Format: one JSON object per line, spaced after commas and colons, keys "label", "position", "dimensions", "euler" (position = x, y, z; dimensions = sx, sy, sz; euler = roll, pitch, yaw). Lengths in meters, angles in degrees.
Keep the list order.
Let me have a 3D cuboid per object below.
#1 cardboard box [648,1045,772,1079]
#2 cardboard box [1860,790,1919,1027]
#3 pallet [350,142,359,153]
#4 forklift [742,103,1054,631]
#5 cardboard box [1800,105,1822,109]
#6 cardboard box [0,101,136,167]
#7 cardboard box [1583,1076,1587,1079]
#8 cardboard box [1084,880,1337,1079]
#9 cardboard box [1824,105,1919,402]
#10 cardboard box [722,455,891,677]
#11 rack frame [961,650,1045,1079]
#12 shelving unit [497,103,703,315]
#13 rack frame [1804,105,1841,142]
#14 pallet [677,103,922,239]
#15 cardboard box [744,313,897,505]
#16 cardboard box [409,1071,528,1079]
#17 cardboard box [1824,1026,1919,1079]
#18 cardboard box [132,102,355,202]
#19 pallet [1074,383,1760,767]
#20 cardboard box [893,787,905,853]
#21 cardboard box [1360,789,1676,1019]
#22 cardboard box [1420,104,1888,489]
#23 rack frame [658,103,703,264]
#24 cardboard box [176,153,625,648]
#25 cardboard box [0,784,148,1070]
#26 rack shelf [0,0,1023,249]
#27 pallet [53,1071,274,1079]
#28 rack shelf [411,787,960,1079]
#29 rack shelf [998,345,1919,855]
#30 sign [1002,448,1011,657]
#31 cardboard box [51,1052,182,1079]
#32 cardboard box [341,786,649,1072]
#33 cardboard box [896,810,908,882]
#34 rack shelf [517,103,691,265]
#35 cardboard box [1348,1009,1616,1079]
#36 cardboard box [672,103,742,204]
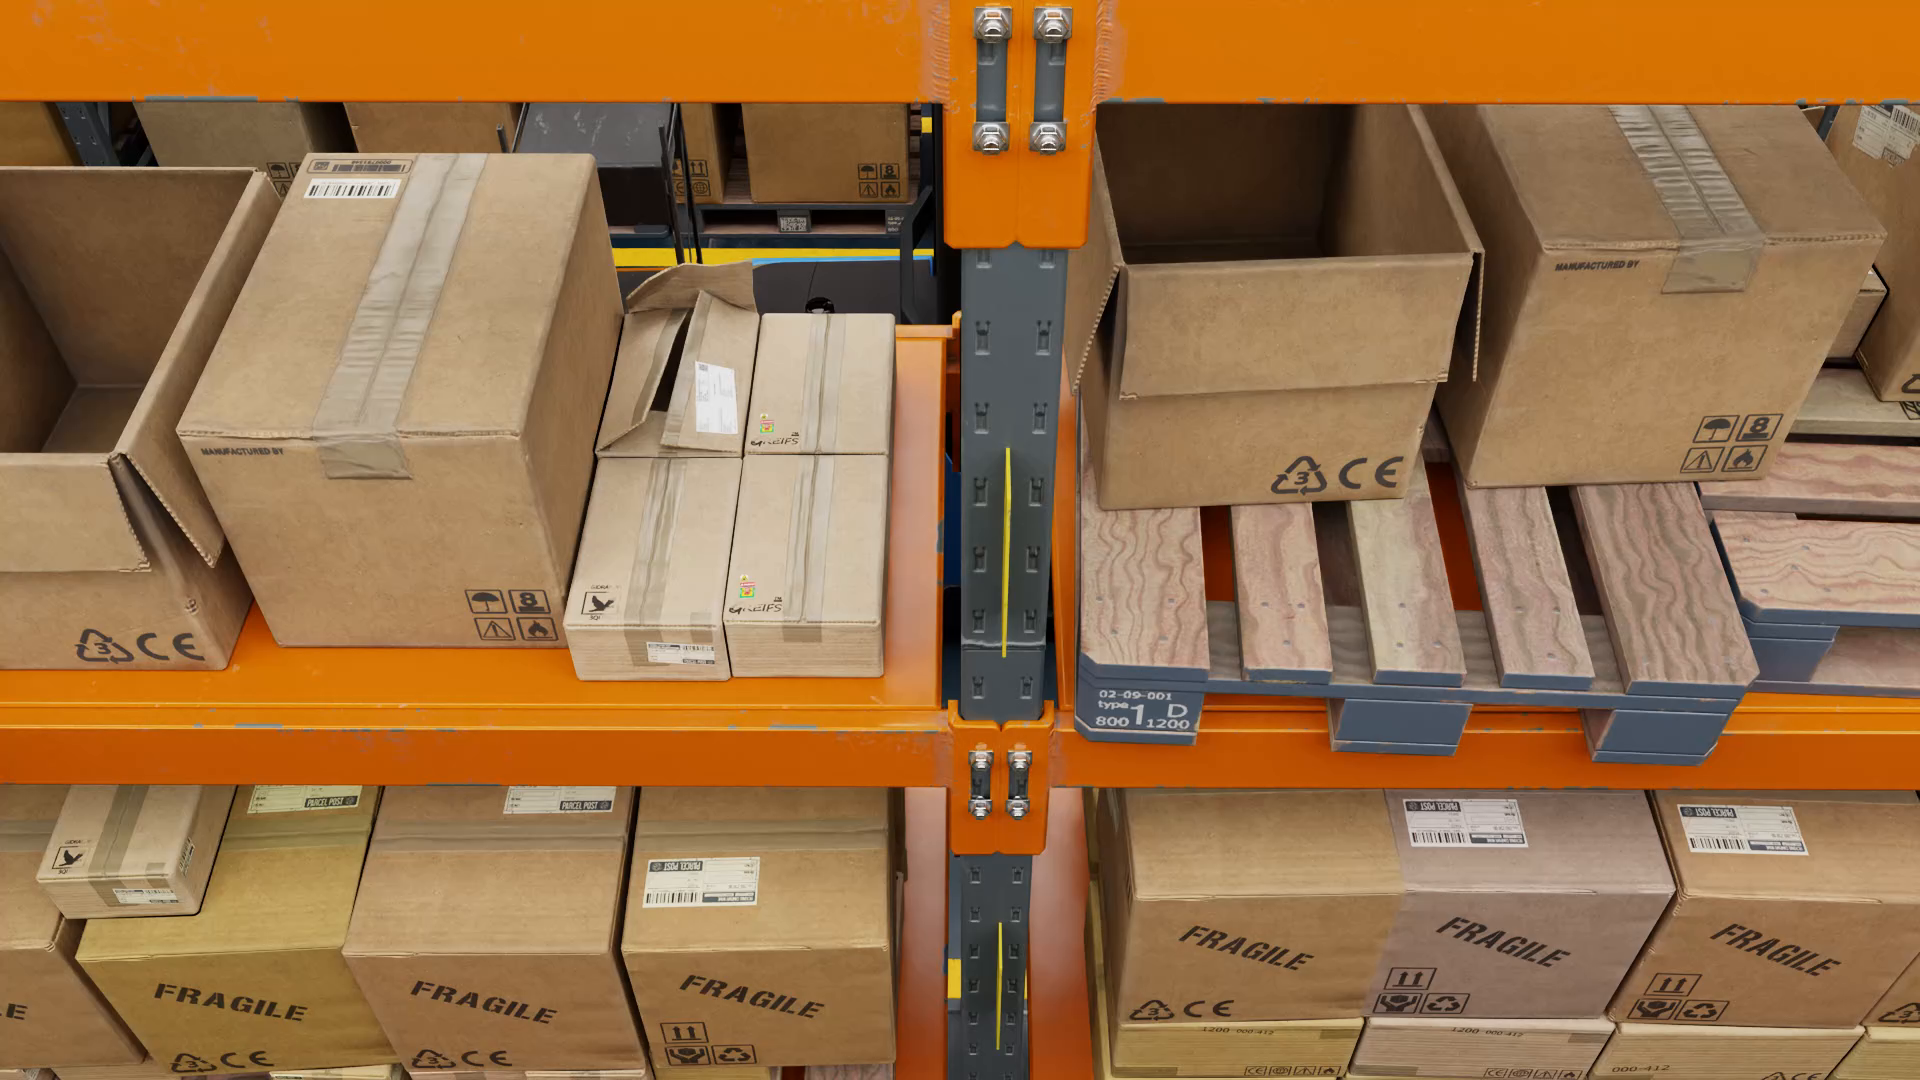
{"label": "cardboard box", "position": [-0.530, 0.988, 3.666], "dimensions": [0.250, 0.149, 0.380], "euler": [1, 47, 1]}
{"label": "cardboard box", "position": [2.077, 0.639, 3.355], "dimensions": [0.500, 0.500, 0.500], "euler": [1, 47, 1]}
{"label": "pallet", "position": [-3.244, -1.915, 8.389], "dimensions": [1.213, 0.211, 1.003], "euler": [0, 47, 0]}
{"label": "forklift", "position": [0.622, -1.013, 5.691], "dimensions": [3.031, 2.935, 1.130], "euler": [-1, 47, -1]}
{"label": "cardboard box", "position": [4.300, -2.296, 8.295], "dimensions": [0.250, 0.149, 0.380], "euler": [1, 47, 1]}
{"label": "cardboard box", "position": [-4.644, -2.285, 7.992], "dimensions": [0.875, 0.875, 0.875], "euler": [1, 47, 1]}
{"label": "cardboard box", "position": [1.594, 1.053, 3.823], "dimensions": [0.500, 0.250, 0.500], "euler": [2, 47, 1]}
{"label": "cardboard box", "position": [0.555, 1.059, 3.818], "dimensions": [0.500, 0.250, 0.500], "euler": [-1, 47, -1]}
{"label": "cardboard box", "position": [1.830, -0.585, 2.840], "dimensions": [0.500, 0.500, 0.500], "euler": [1, 47, 1]}
{"label": "cardboard box", "position": [-0.249, 0.038, 2.787], "dimensions": [0.250, 0.149, 0.380], "euler": [0, 47, 0]}
{"label": "rack frame", "position": [0.067, 0.822, 3.936], "dimensions": [0.127, 3.000, 1.000], "euler": [0, 47, 0]}
{"label": "shelving unit", "position": [-1.160, -0.681, 5.949], "dimensions": [0.503, 2.100, 0.431], "euler": [-1, 47, -1]}
{"label": "rack frame", "position": [3.984, -2.791, 7.298], "dimensions": [0.127, 3.000, 1.000], "euler": [0, 47, 0]}
{"label": "pallet", "position": [-0.804, -1.909, 8.382], "dimensions": [1.213, 0.211, 1.003], "euler": [0, 47, 0]}
{"label": "cardboard box", "position": [-0.247, -0.240, 3.046], "dimensions": [0.250, 0.149, 0.380], "euler": [0, 47, 0]}
{"label": "cardboard box", "position": [-1.034, 1.014, 3.642], "dimensions": [0.250, 0.149, 0.380], "euler": [-2, 47, -2]}
{"label": "cardboard box", "position": [2.095, 0.909, 3.616], "dimensions": [0.500, 0.250, 0.500], "euler": [1, 47, 1]}
{"label": "cardboard box", "position": [-3.395, -2.253, 8.048], "dimensions": [0.750, 0.750, 1.050], "euler": [0, 47, 0]}
{"label": "pallet", "position": [0.711, -0.173, 2.941], "dimensions": [1.003, 0.211, 1.213], "euler": [2, 47, 2]}
{"label": "cardboard box", "position": [-0.382, 0.373, 3.795], "dimensions": [0.500, 0.500, 0.500], "euler": [-1, 47, -1]}
{"label": "cardboard box", "position": [1.055, 0.622, 3.371], "dimensions": [0.500, 0.500, 0.500], "euler": [0, 47, 0]}
{"label": "cardboard box", "position": [1.058, -0.513, 2.774], "dimensions": [0.500, 0.500, 0.700], "euler": [-2, 47, -2]}
{"label": "rack frame", "position": [-0.916, -0.686, 5.954], "dimensions": [0.015, 2.100, 0.400], "euler": [-1, 47, -1]}
{"label": "cardboard box", "position": [-0.881, -0.244, 2.810], "dimensions": [0.500, 0.500, 0.700], "euler": [0, 47, 0]}
{"label": "cardboard box", "position": [-1.956, 0.750, 3.445], "dimensions": [0.500, 0.500, 0.500], "euler": [-2, 47, -1]}
{"label": "rack shelf", "position": [-1.933, -0.846, 2.154], "dimensions": [4.000, 0.370, 1.077], "euler": [0, 47, 0]}
{"label": "pallet", "position": [-1.913, 0.912, 3.983], "dimensions": [1.213, 0.211, 1.003], "euler": [0, 47, 0]}
{"label": "rack shelf", "position": [-1.933, 1.062, 4.204], "dimensions": [4.000, 0.370, 1.077], "euler": [0, 47, 0]}
{"label": "rack shelf", "position": [2.067, 0.051, 3.096], "dimensions": [4.000, 0.370, 1.077], "euler": [0, 47, 0]}
{"label": "sign", "position": [0.063, 0.021, 2.279], "dimensions": [0.005, 0.325, 0.100], "euler": [0, 47, 0]}
{"label": "cardboard box", "position": [-1.812, 0.990, 3.664], "dimensions": [0.250, 0.149, 0.380], "euler": [-1, 47, -1]}
{"label": "cardboard box", "position": [-0.906, 0.752, 3.442], "dimensions": [0.500, 0.500, 0.500], "euler": [-1, 47, 0]}
{"label": "cardboard box", "position": [-0.257, 0.628, 4.001], "dimensions": [0.250, 0.149, 0.380], "euler": [-2, 47, -2]}
{"label": "rack shelf", "position": [-1.160, -1.148, 5.447], "dimensions": [0.480, 0.518, 0.431], "euler": [-1, 47, -1]}
{"label": "cardboard box", "position": [1.090, 0.887, 3.636], "dimensions": [0.500, 0.250, 0.500], "euler": [1, 47, 1]}
{"label": "cardboard box", "position": [-1.499, -2.246, 8.041], "dimensions": [0.750, 0.750, 1.050], "euler": [1, 47, 1]}
